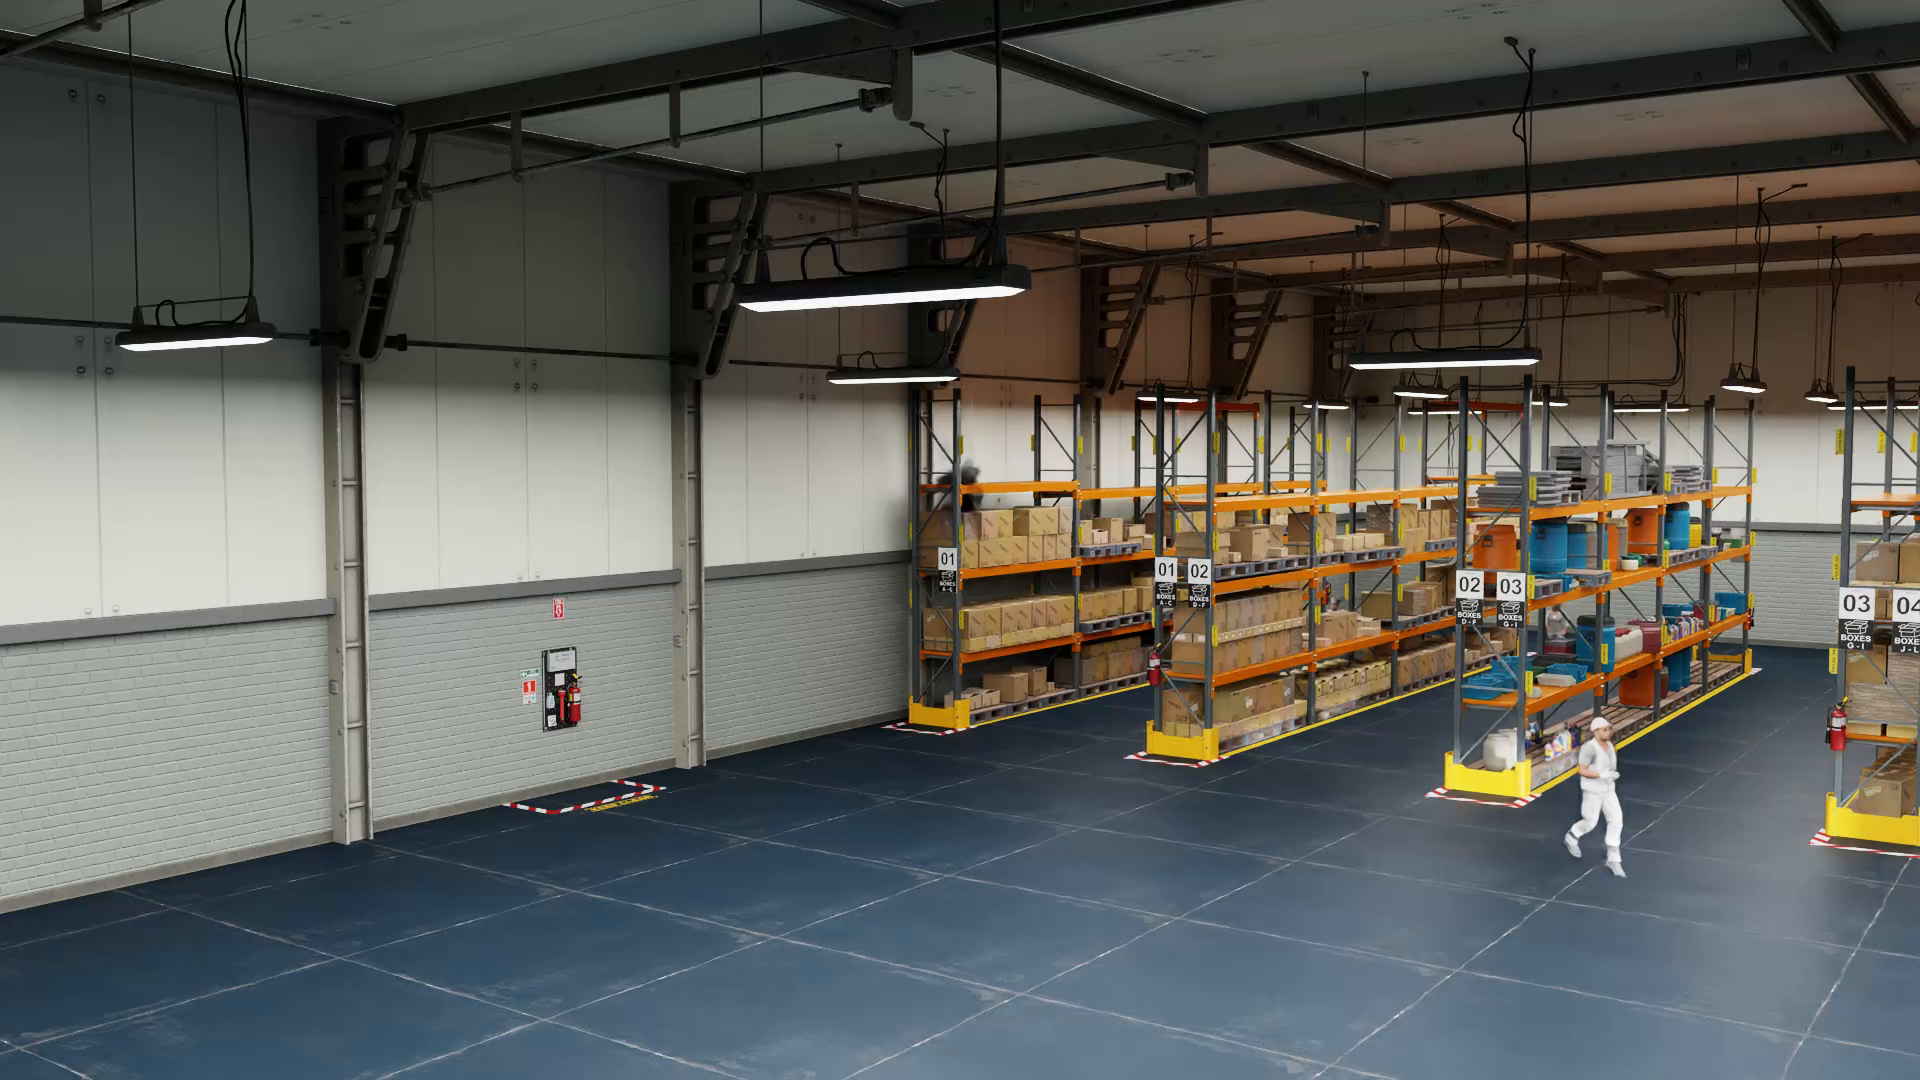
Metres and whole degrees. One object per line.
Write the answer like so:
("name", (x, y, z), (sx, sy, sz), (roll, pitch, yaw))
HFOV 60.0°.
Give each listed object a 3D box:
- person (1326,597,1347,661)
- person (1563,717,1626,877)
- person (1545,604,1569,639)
("person", (8.094, 2.099, 35.837), (0.677, 1.744, 0.572), (3, 4, 38))
("person", (7.504, 3.003, 19.644), (0.690, 1.849, 0.912), (-2, 4, -28))
("person", (13.220, 2.114, 36.958), (0.532, 1.543, 0.603), (2, 4, 32))
